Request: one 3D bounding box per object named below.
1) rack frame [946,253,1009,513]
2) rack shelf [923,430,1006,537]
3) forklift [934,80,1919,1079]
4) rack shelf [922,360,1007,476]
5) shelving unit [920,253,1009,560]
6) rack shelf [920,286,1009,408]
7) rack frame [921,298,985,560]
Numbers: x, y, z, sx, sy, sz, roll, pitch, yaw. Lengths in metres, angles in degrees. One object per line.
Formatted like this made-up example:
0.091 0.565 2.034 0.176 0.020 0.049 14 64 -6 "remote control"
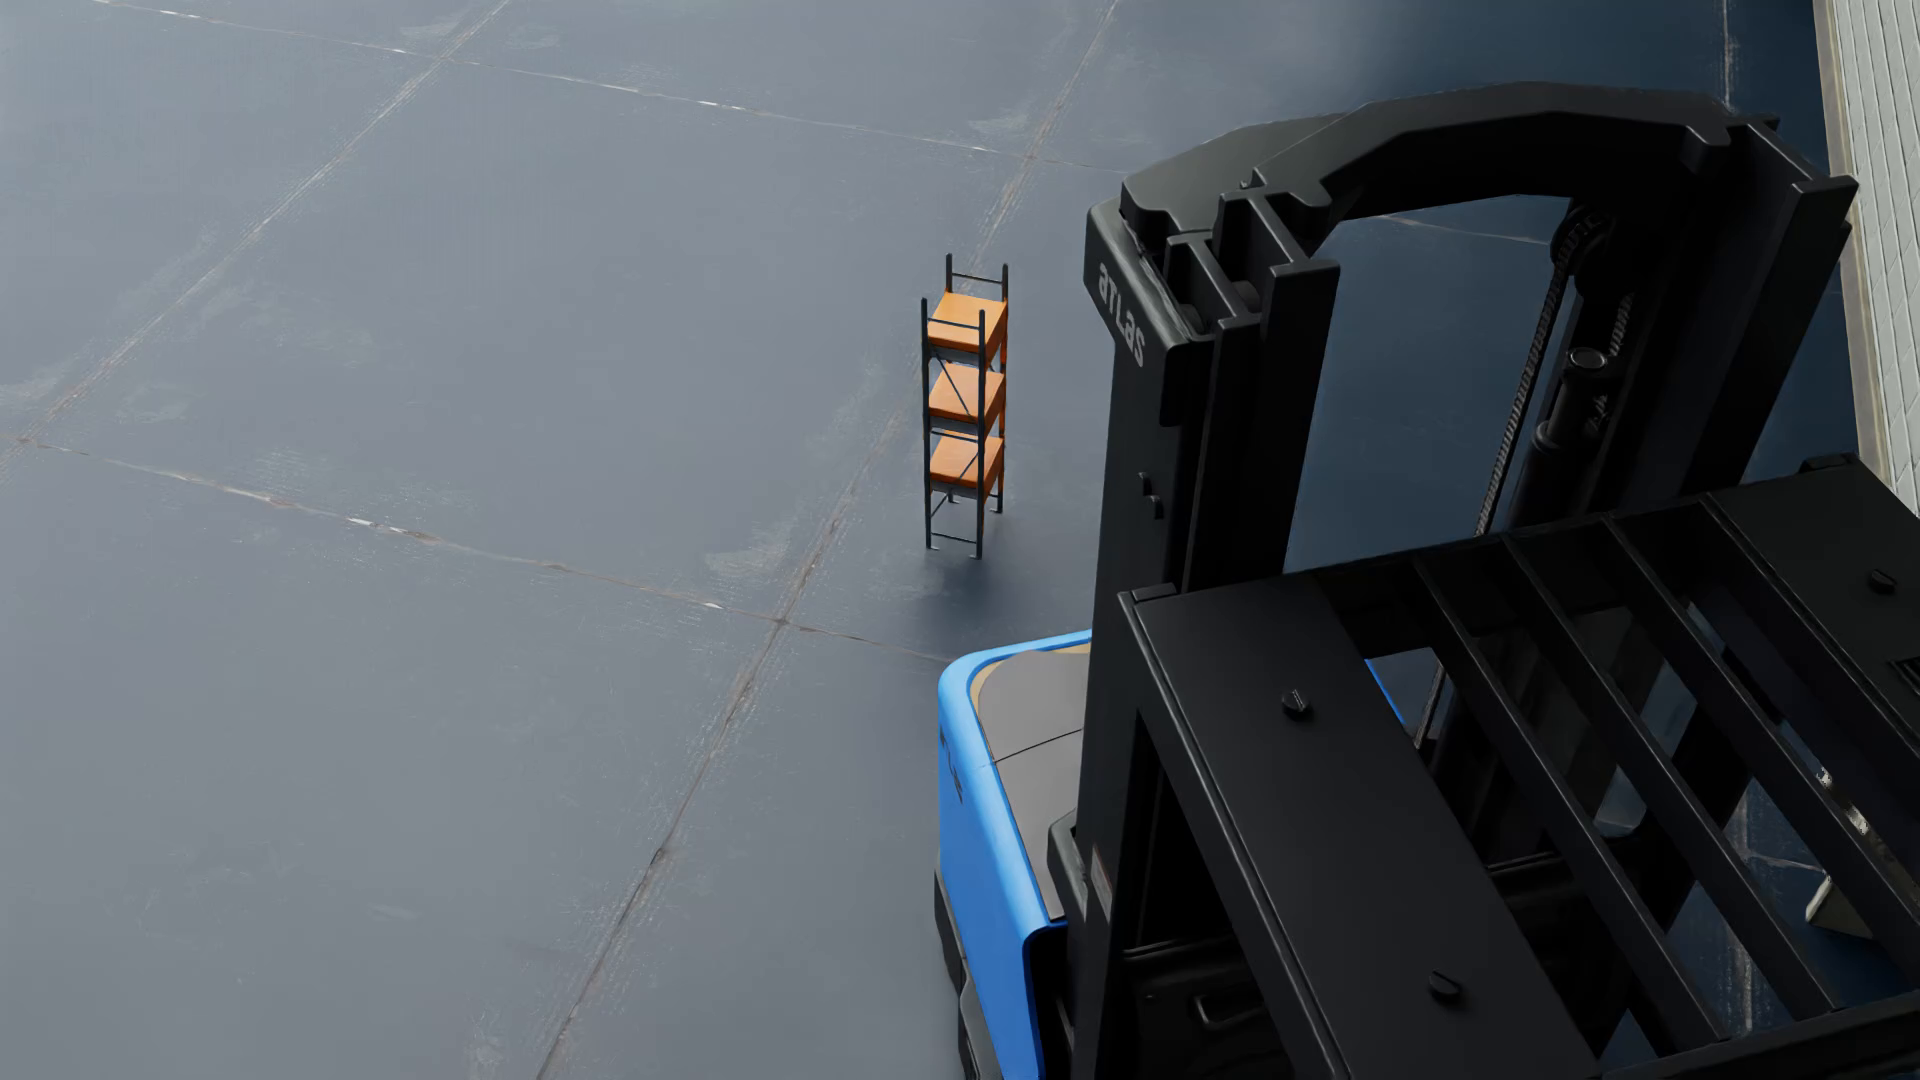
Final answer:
0.053 -0.492 5.502 0.200 1.050 0.008 13 46 13 "rack frame"
0.016 -0.205 5.621 0.215 0.259 0.240 13 46 13 "rack shelf"
0.801 0.912 2.722 1.130 2.935 3.031 -10 45 -10 "forklift"
0.016 -0.403 5.427 0.215 0.259 0.240 13 46 13 "rack shelf"
0.016 -0.411 5.419 0.215 1.050 0.252 13 46 13 "shelving unit"
0.016 -0.606 5.228 0.215 0.259 0.240 13 46 13 "rack shelf"
-0.021 -0.330 5.336 0.200 1.050 0.008 13 46 13 "rack frame"
